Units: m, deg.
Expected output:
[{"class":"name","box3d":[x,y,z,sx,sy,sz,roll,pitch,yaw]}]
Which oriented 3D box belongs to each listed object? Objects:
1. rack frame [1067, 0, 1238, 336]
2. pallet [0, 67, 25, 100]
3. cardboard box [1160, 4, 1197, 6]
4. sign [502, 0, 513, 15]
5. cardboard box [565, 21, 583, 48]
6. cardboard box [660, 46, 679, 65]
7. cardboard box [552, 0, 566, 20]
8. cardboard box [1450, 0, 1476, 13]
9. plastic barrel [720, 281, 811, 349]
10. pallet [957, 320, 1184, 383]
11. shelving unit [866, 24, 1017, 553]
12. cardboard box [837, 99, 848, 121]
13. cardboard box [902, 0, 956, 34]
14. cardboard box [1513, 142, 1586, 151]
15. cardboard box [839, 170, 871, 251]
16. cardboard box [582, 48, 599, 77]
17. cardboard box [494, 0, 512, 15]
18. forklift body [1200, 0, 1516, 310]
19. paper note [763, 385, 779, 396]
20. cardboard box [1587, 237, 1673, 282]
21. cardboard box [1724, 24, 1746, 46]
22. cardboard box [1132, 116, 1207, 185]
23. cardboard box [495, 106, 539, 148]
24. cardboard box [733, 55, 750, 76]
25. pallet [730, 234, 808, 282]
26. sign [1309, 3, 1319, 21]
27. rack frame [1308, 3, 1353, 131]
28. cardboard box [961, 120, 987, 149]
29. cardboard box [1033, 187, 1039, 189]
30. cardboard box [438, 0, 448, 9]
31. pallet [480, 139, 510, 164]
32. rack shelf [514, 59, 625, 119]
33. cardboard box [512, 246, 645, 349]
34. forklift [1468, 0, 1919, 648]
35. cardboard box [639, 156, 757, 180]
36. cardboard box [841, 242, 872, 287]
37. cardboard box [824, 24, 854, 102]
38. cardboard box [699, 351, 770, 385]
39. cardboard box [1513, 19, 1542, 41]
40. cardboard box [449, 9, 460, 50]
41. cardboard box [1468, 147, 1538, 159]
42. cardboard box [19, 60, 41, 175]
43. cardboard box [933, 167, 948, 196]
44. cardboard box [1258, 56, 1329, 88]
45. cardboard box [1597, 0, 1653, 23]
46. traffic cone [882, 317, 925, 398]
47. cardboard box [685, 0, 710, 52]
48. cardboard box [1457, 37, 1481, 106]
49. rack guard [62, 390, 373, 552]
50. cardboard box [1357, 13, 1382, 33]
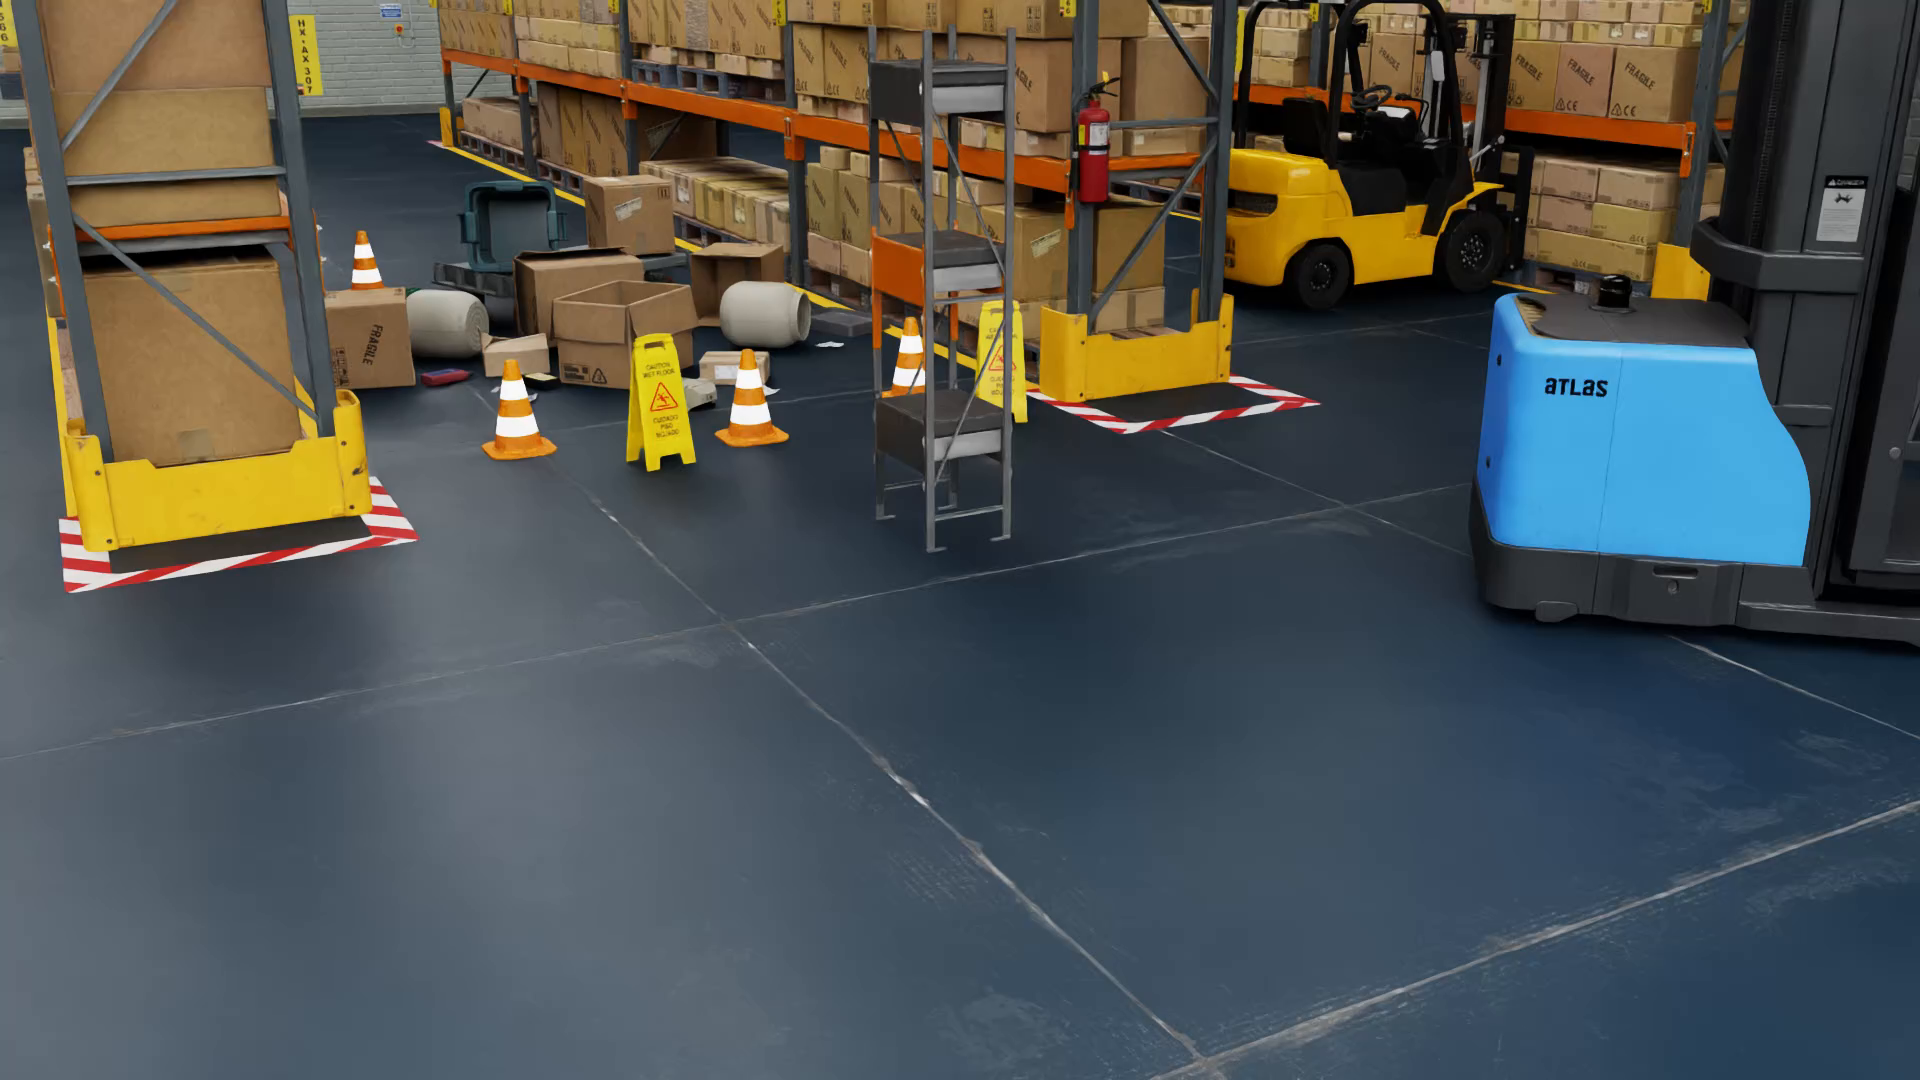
[{"class":"rack frame","box3d":[1.067,-2.302,9.205,1.000,3.000,0.127,-10,21,-27]},{"class":"pallet","box3d":[-7.472,-3.900,14.130,1.213,0.211,1.003,-10,21,-27]},{"class":"cardboard box","box3d":[2.260,-5.519,17.379,0.380,0.149,0.250,-10,21,-27]},{"class":"sign","box3d":[-5.119,-6.107,18.783,0.100,0.325,0.005,-10,21,-27]},{"class":"cardboard box","box3d":[-3.693,-5.154,16.934,0.500,0.250,0.500,-11,22,-28]},{"class":"cardboard box","box3d":[-2.434,-4.302,14.742,0.380,0.149,0.250,-10,21,-26]},{"class":"cardboard box","box3d":[-3.922,-5.663,17.257,0.500,0.500,0.500,-10,22,-28]},{"class":"cardboard box","box3d":[4.106,-4.220,13.159,0.380,0.149,0.250,-10,21,-27]},{"class":"plastic barrel","box3d":[-1.246,-1.443,10.664,0.512,0.421,0.421,4,19,11]},{"class":"pallet","box3d":[0.677,-1.245,10.415,1.003,0.211,1.213,-10,21,-27]},{"class":"shelving unit","box3d":[-0.079,-1.040,6.927,0.431,2.100,0.503,-10,21,-27]},{"class":"cardboard box","box3d":[-0.646,-3.056,11.773,0.380,0.149,0.250,-10,21,-27]},{"class":"cardboard box","box3d":[0.066,-3.353,10.106,0.700,0.500,0.500,-10,22,-27]},{"class":"cardboard box","box3d":[4.667,-3.047,13.402,0.500,0.250,0.500,-10,22,-28]},{"class":"cardboard box","box3d":[-0.525,-2.341,11.738,0.500,0.500,0.500,-9,21,-24]},{"class":"cardboard box","box3d":[-3.457,-4.777,16.607,0.500,0.250,0.500,-10,21,-26]},{"class":"cardboard box","box3d":[-5.098,-6.360,19.277,0.500,0.500,0.500,-10,21,-27]},{"class":"forklift body","box3d":[2.928,-2.933,12.333,2.313,2.155,1.214,-10,21,-27]},{"class":"paper note","box3d":[-1.133,-0.862,9.582,0.142,0.019,0.148,16,25,39]},{"class":"cardboard box","box3d":[4.933,-2.057,12.065,0.500,0.250,0.500,-10,21,-26]},{"class":"cardboard box","box3d":[5.501,-3.564,11.713,0.380,0.149,0.250,-11,22,-28]},{"class":"cardboard box","box3d":[2.236,-4.077,17.345,0.875,0.625,0.625,-9,21,-25]},{"class":"cardboard box","box3d":[-5.260,-5.188,20.852,0.875,0.438,0.875,-11,22,-28]},{"class":"cardboard box","box3d":[-1.583,-3.782,13.235,0.380,0.149,0.250,-10,22,-28]},{"class":"pallet","box3d":[-1.203,-2.356,13.634,1.003,0.211,1.213,-10,21,-27]},{"class":"sign","box3d":[3.062,-4.643,14.336,0.100,0.325,0.005,-10,21,-27]},{"class":"rack frame","box3d":[3.535,-4.220,14.764,1.000,3.000,0.127,-10,21,-27]},{"class":"cardboard box","box3d":[0.232,-2.459,10.045,0.380,0.149,0.250,-10,21,-26]},{"class":"cardboard box","box3d":[0.433,-2.131,11.131,0.500,0.500,0.500,-10,21,-26]},{"class":"cardboard box","box3d":[-6.553,-7.233,21.809,0.500,0.500,0.500,-11,22,-28]},{"class":"pallet","box3d":[-5.506,-5.010,21.327,1.003,0.211,1.213,-10,21,-27]},{"class":"rack shelf","box3d":[-3.681,-4.833,17.641,1.077,0.370,4.000,-10,21,-27]},{"class":"cardboard box","box3d":[-2.446,-1.566,10.689,0.797,0.637,0.503,-10,21,-27]},{"class":"forklift","box3d":[3.544,-1.129,5.909,3.031,2.935,1.130,4,19,12]},{"class":"cardboard box","box3d":[-2.472,-3.391,15.746,0.950,0.372,0.625,-12,22,-30]},{"class":"cardboard box","box3d":[-0.526,-1.987,11.861,0.500,0.250,0.500,-9,21,-24]},{"class":"cardboard box","box3d":[-0.610,-3.328,11.569,0.500,0.500,0.500,-10,21,-27]},{"class":"cardboard box","box3d":[-1.332,-1.018,9.853,0.380,0.149,0.250,1,19,2]},{"class":"cardboard box","box3d":[4.392,-3.847,12.533,0.380,0.149,0.250,-10,21,-26]},{"class":"cardboard box","box3d":[-6.290,-6.619,21.563,0.500,0.500,0.500,-10,22,-27]},{"class":"cardboard box","box3d":[4.211,-2.963,13.158,0.500,0.250,0.500,-10,22,-28]},{"class":"cardboard box","box3d":[-4.521,-2.294,8.951,0.875,0.550,0.550,-10,21,-27]},{"class":"cardboard box","box3d":[-0.016,-2.295,10.612,0.380,0.149,0.250,-9,21,-24]},{"class":"cardboard box","box3d":[3.065,-4.254,15.090,0.500,0.250,0.500,-9,21,-25]},{"class":"cardboard box","box3d":[4.786,-3.774,11.866,0.380,0.149,0.250,-9,21,-25]},{"class":"traffic cone","box3d":[-0.272,-1.027,9.397,0.336,0.463,0.334,-10,21,-27]},{"class":"cardboard box","box3d":[-1.979,-4.375,13.960,0.500,0.500,0.500,-11,22,-29]},{"class":"cardboard box","box3d":[4.239,-3.660,12.986,0.500,0.500,0.500,-10,21,-26]},{"class":"rack guard","box3d":[-3.229,-0.318,7.286,1.175,0.500,0.348,-10,21,-27]},{"class":"cardboard box","box3d":[3.579,-4.368,14.044,0.380,0.149,0.250,-9,21,-25]}]
